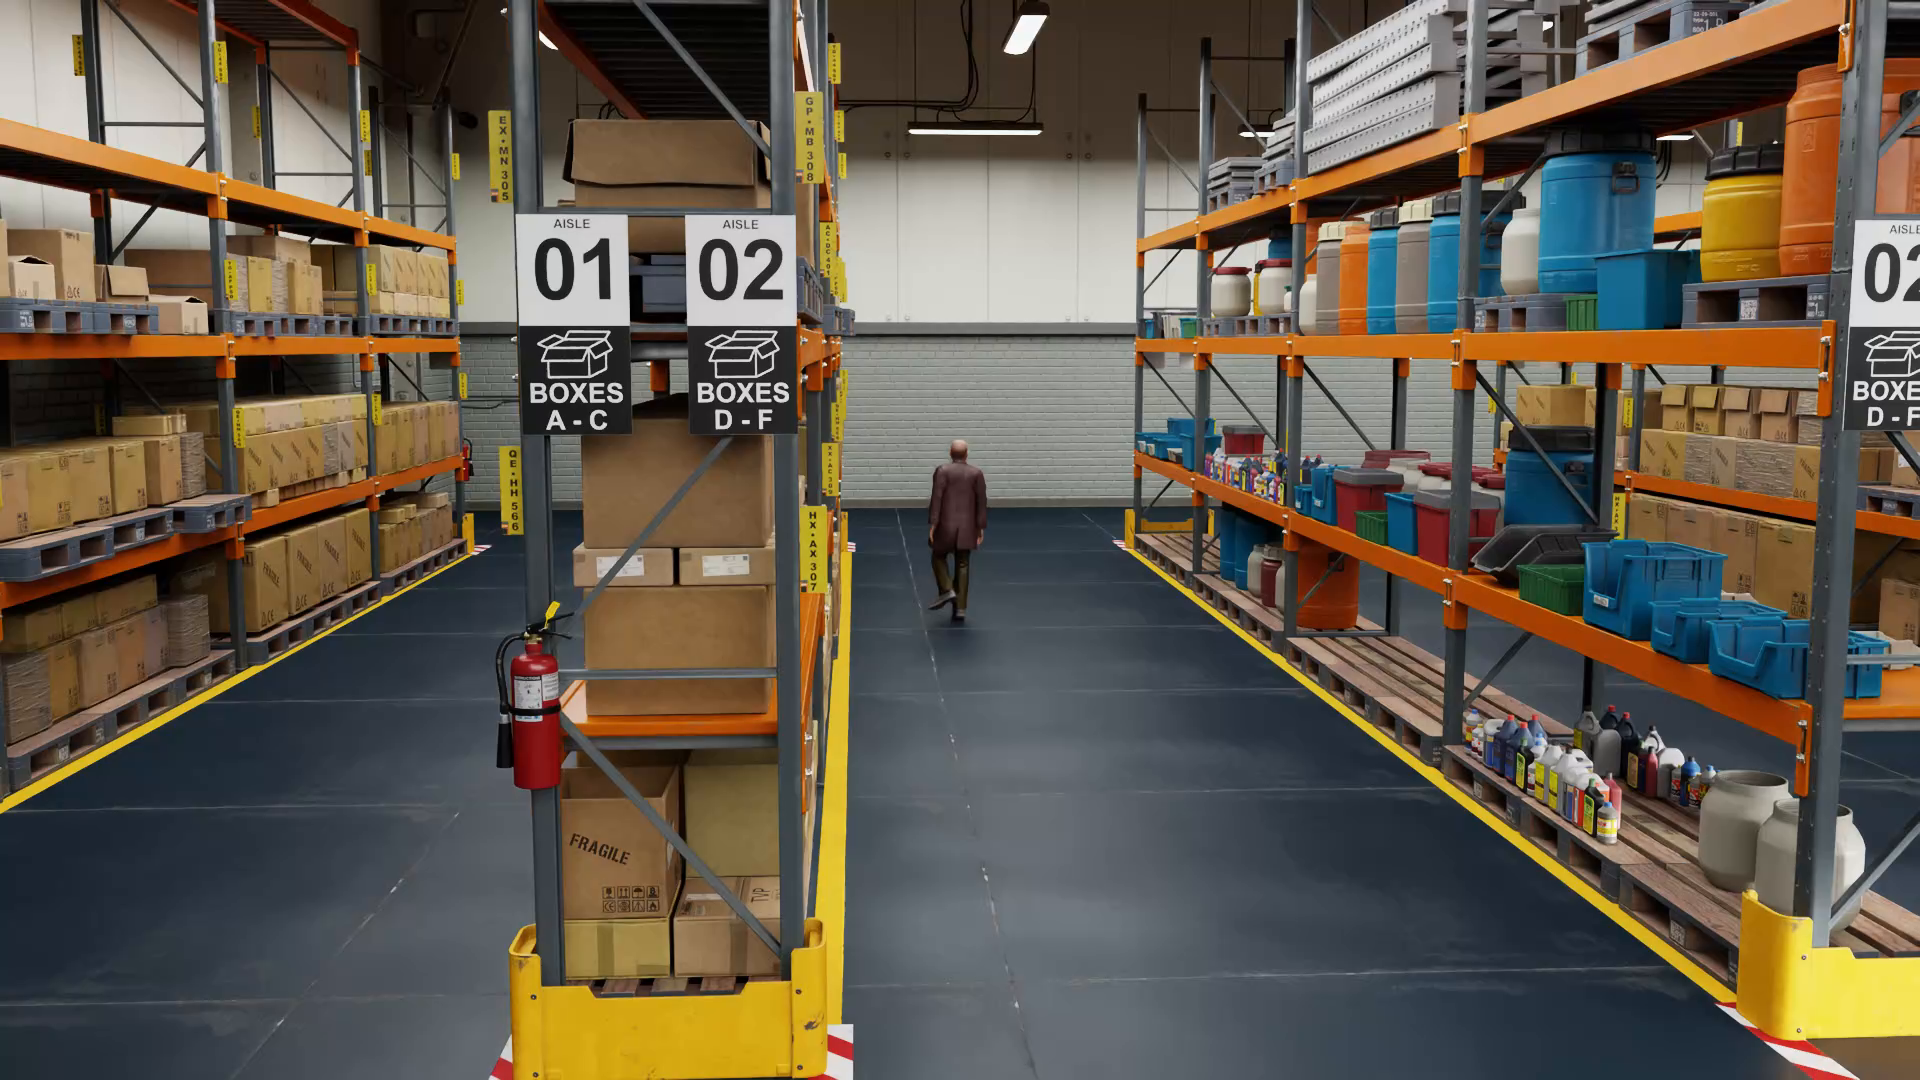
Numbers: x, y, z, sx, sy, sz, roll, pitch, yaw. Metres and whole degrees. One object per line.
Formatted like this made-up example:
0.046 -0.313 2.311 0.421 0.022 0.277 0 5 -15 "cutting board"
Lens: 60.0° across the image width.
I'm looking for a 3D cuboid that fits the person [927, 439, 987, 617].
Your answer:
-0.031 -0.125 16.704 0.618 1.765 0.525 -1 7 -10 "person"
